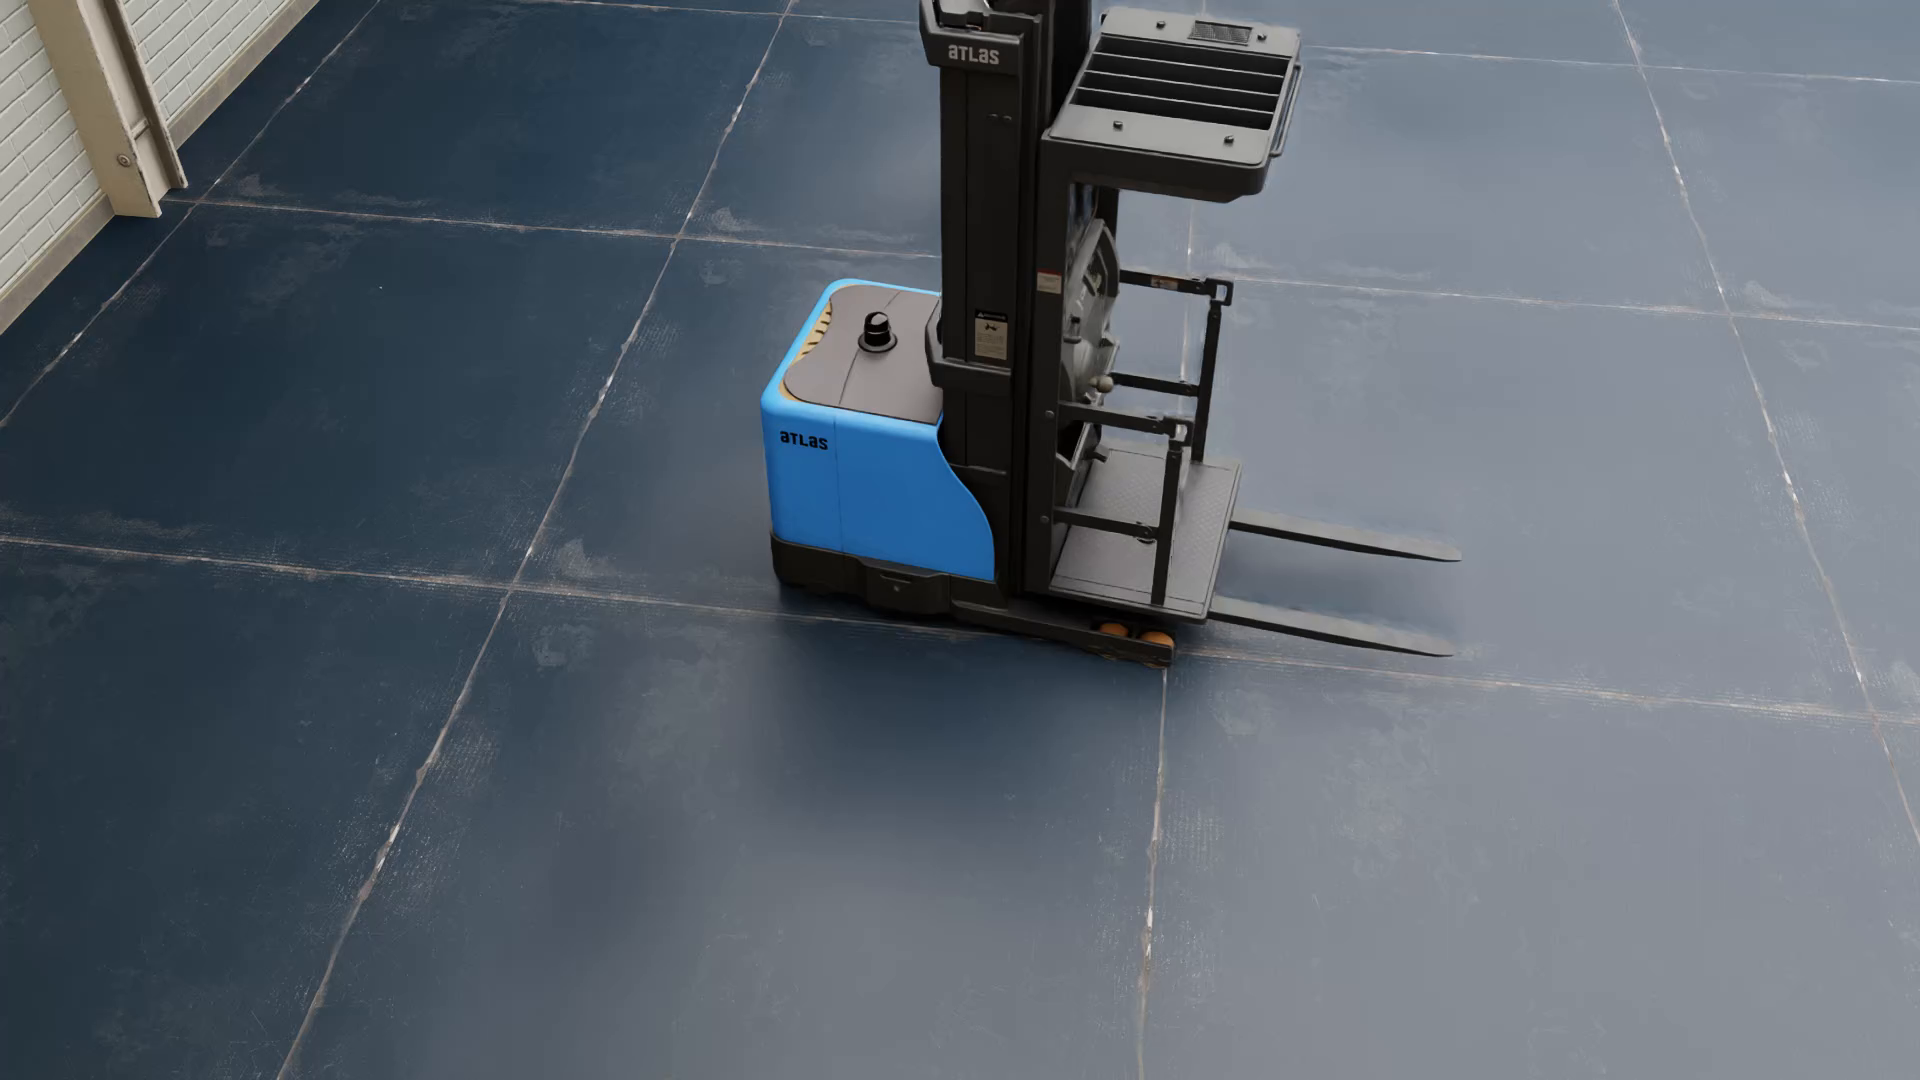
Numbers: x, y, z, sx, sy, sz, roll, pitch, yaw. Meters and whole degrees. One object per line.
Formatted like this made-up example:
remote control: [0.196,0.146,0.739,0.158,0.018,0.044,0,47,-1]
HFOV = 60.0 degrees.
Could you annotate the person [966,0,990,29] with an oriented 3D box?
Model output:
person: [0.163,-2.798,9.786,0.503,1.669,0.784,-19,46,-20]

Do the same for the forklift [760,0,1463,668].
forklift: [0.720,-0.921,6.726,3.031,2.935,1.130,11,44,11]
